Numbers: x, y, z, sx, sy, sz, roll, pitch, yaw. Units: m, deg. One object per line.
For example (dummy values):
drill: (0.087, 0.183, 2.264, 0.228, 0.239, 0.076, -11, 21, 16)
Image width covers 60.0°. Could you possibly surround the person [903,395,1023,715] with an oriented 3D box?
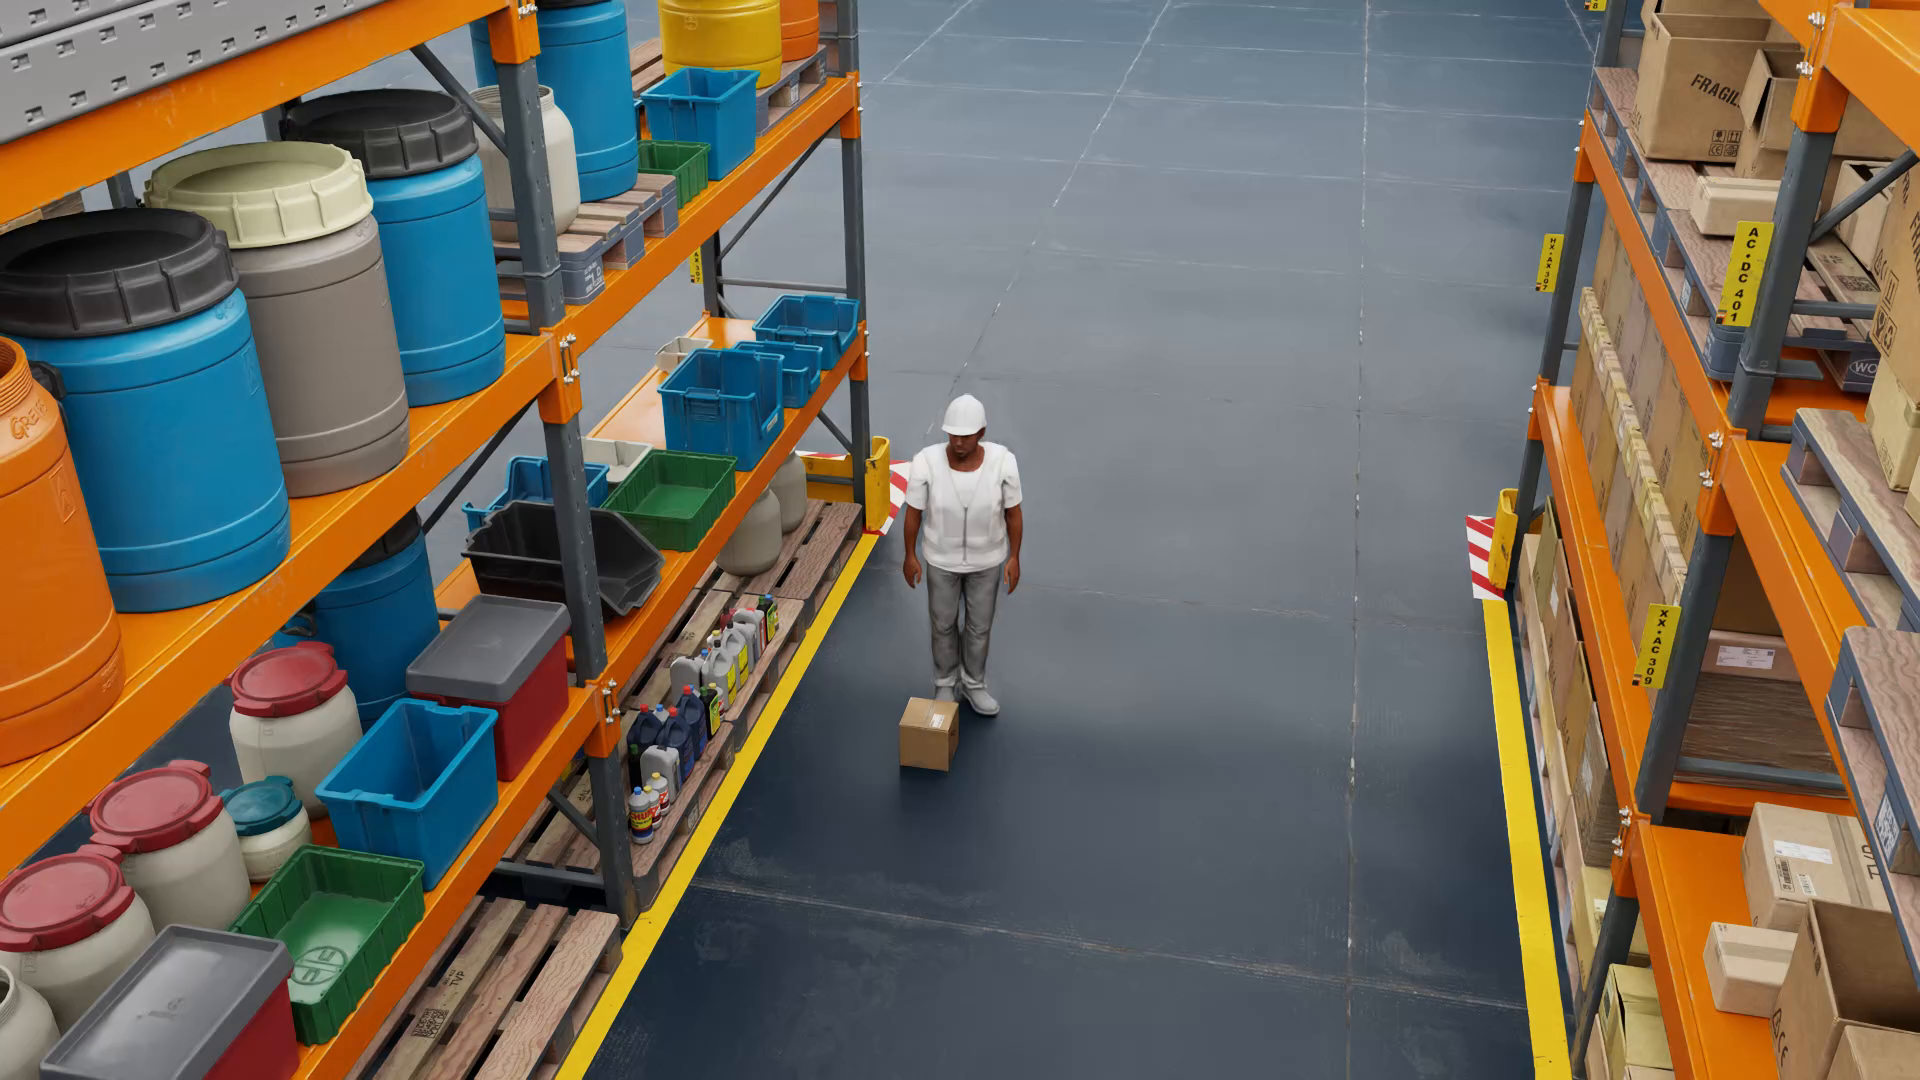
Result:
person: (0.012, 0.091, 8.389, 0.605, 1.766, 0.360, 0, 29, 0)
